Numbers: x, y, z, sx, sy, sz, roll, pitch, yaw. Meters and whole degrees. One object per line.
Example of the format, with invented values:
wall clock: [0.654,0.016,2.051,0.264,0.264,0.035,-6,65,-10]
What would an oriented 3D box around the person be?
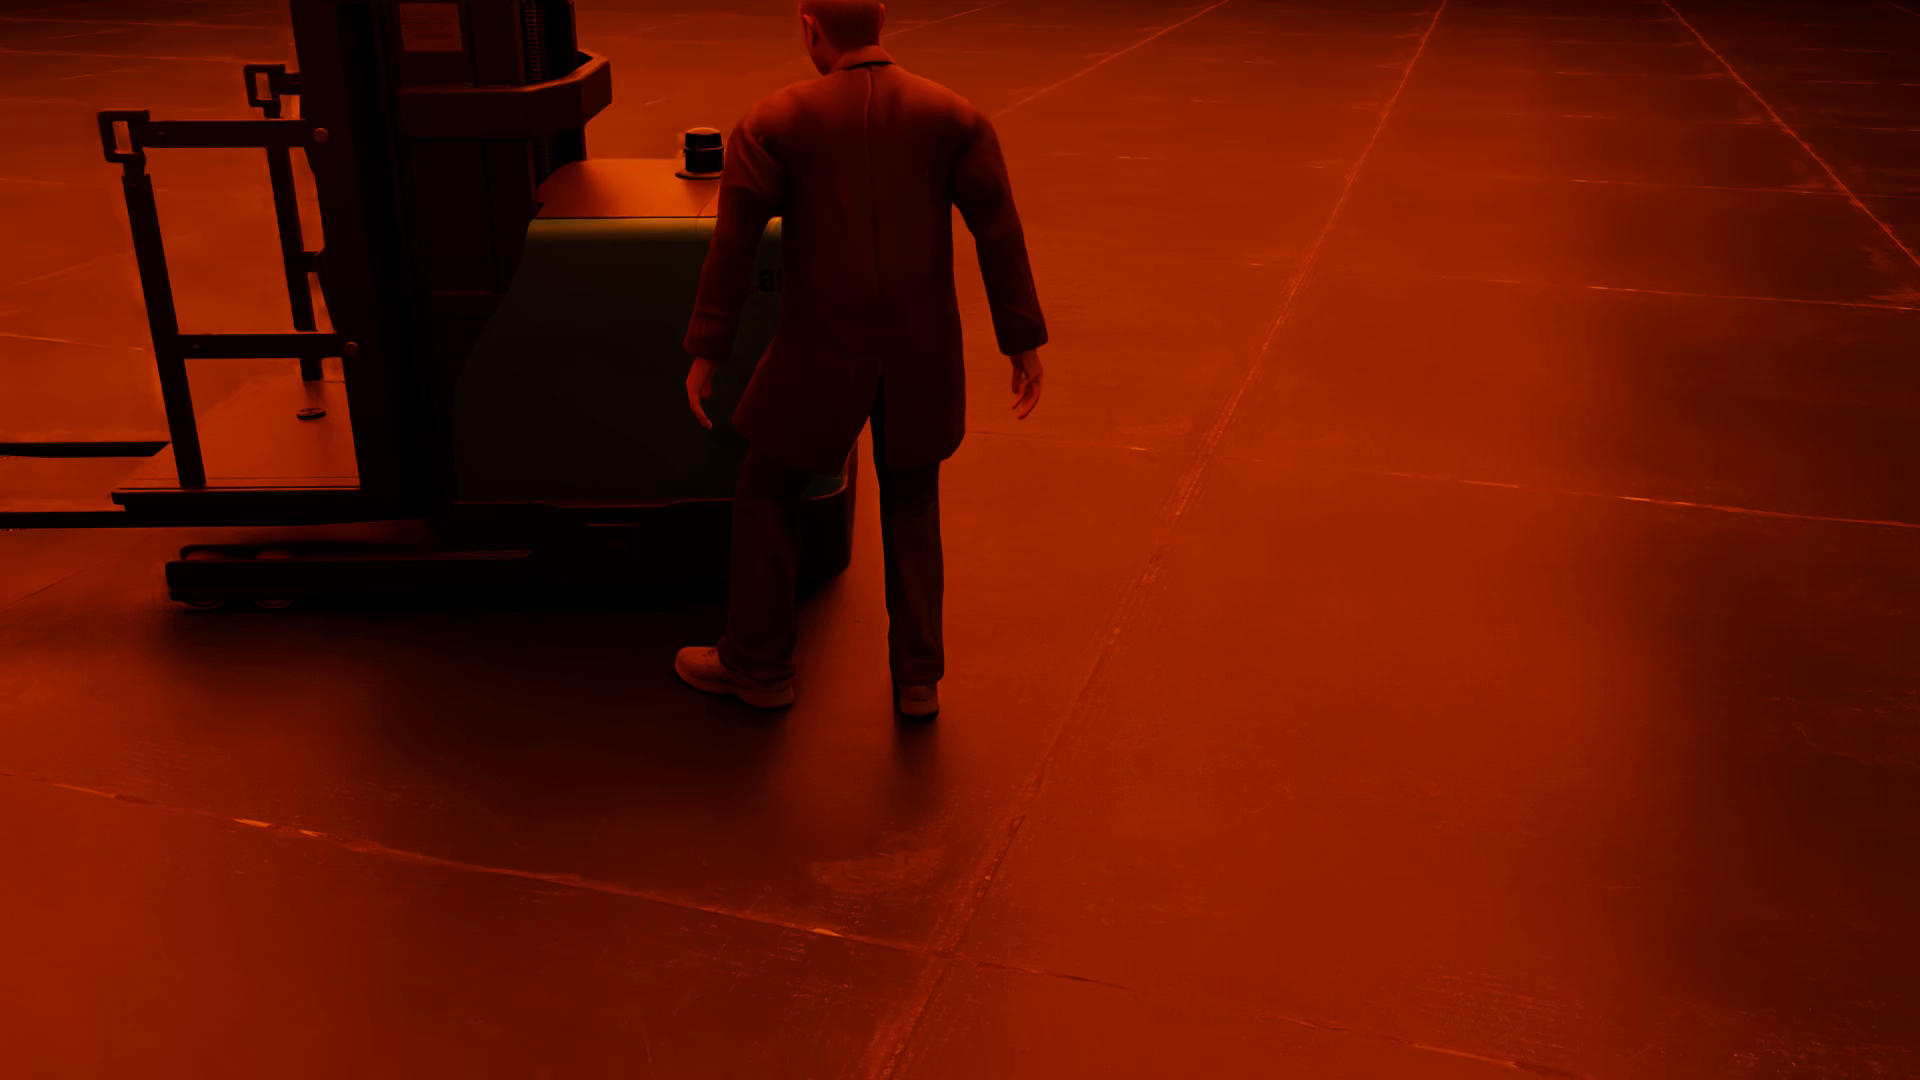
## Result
person: [-0.255,-0.432,3.888,0.899,1.750,0.413,-5,23,-12]

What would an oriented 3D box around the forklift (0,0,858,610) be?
forklift: [-1.844,-1.365,4.585,3.031,2.935,1.130,-1,22,-2]
